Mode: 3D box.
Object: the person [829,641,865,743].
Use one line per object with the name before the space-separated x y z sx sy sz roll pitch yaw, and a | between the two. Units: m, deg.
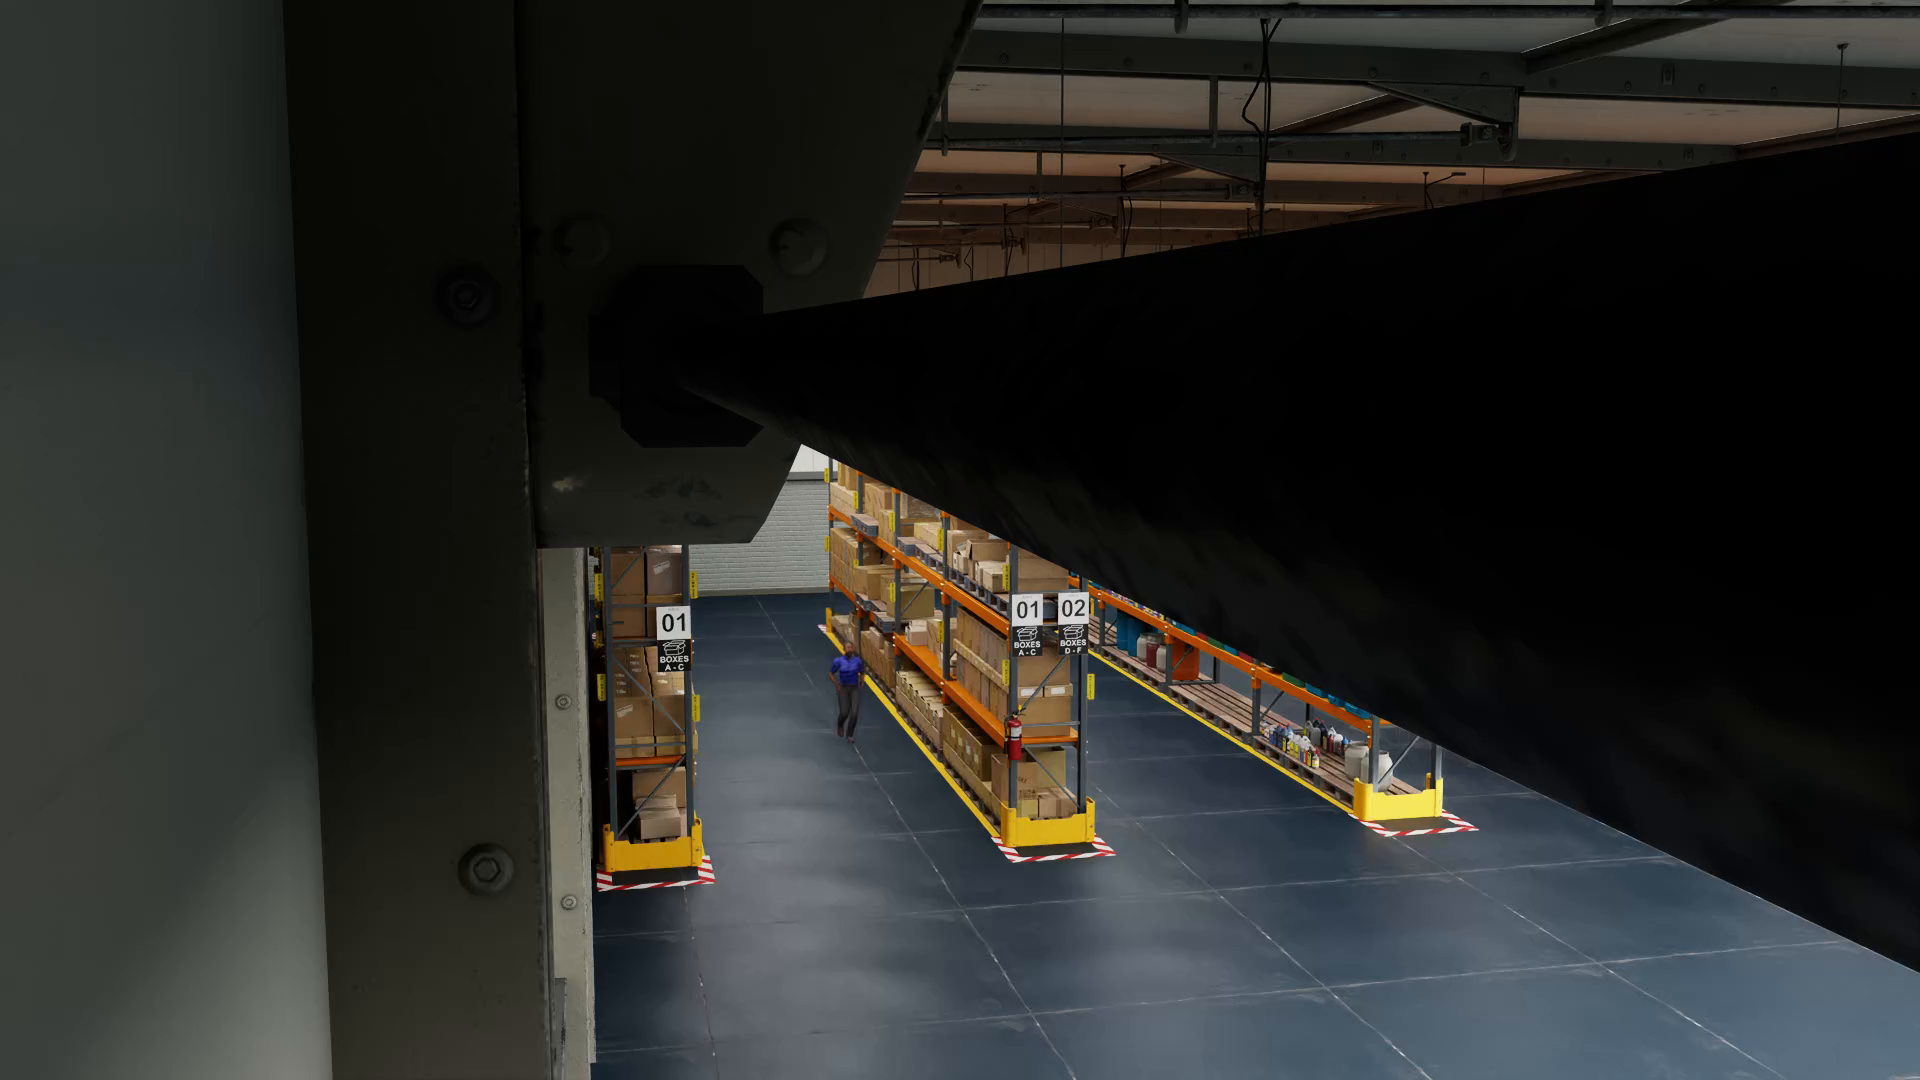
person | -1.748 2.394 26.210 0.571 1.608 0.572 -2 7 -17
